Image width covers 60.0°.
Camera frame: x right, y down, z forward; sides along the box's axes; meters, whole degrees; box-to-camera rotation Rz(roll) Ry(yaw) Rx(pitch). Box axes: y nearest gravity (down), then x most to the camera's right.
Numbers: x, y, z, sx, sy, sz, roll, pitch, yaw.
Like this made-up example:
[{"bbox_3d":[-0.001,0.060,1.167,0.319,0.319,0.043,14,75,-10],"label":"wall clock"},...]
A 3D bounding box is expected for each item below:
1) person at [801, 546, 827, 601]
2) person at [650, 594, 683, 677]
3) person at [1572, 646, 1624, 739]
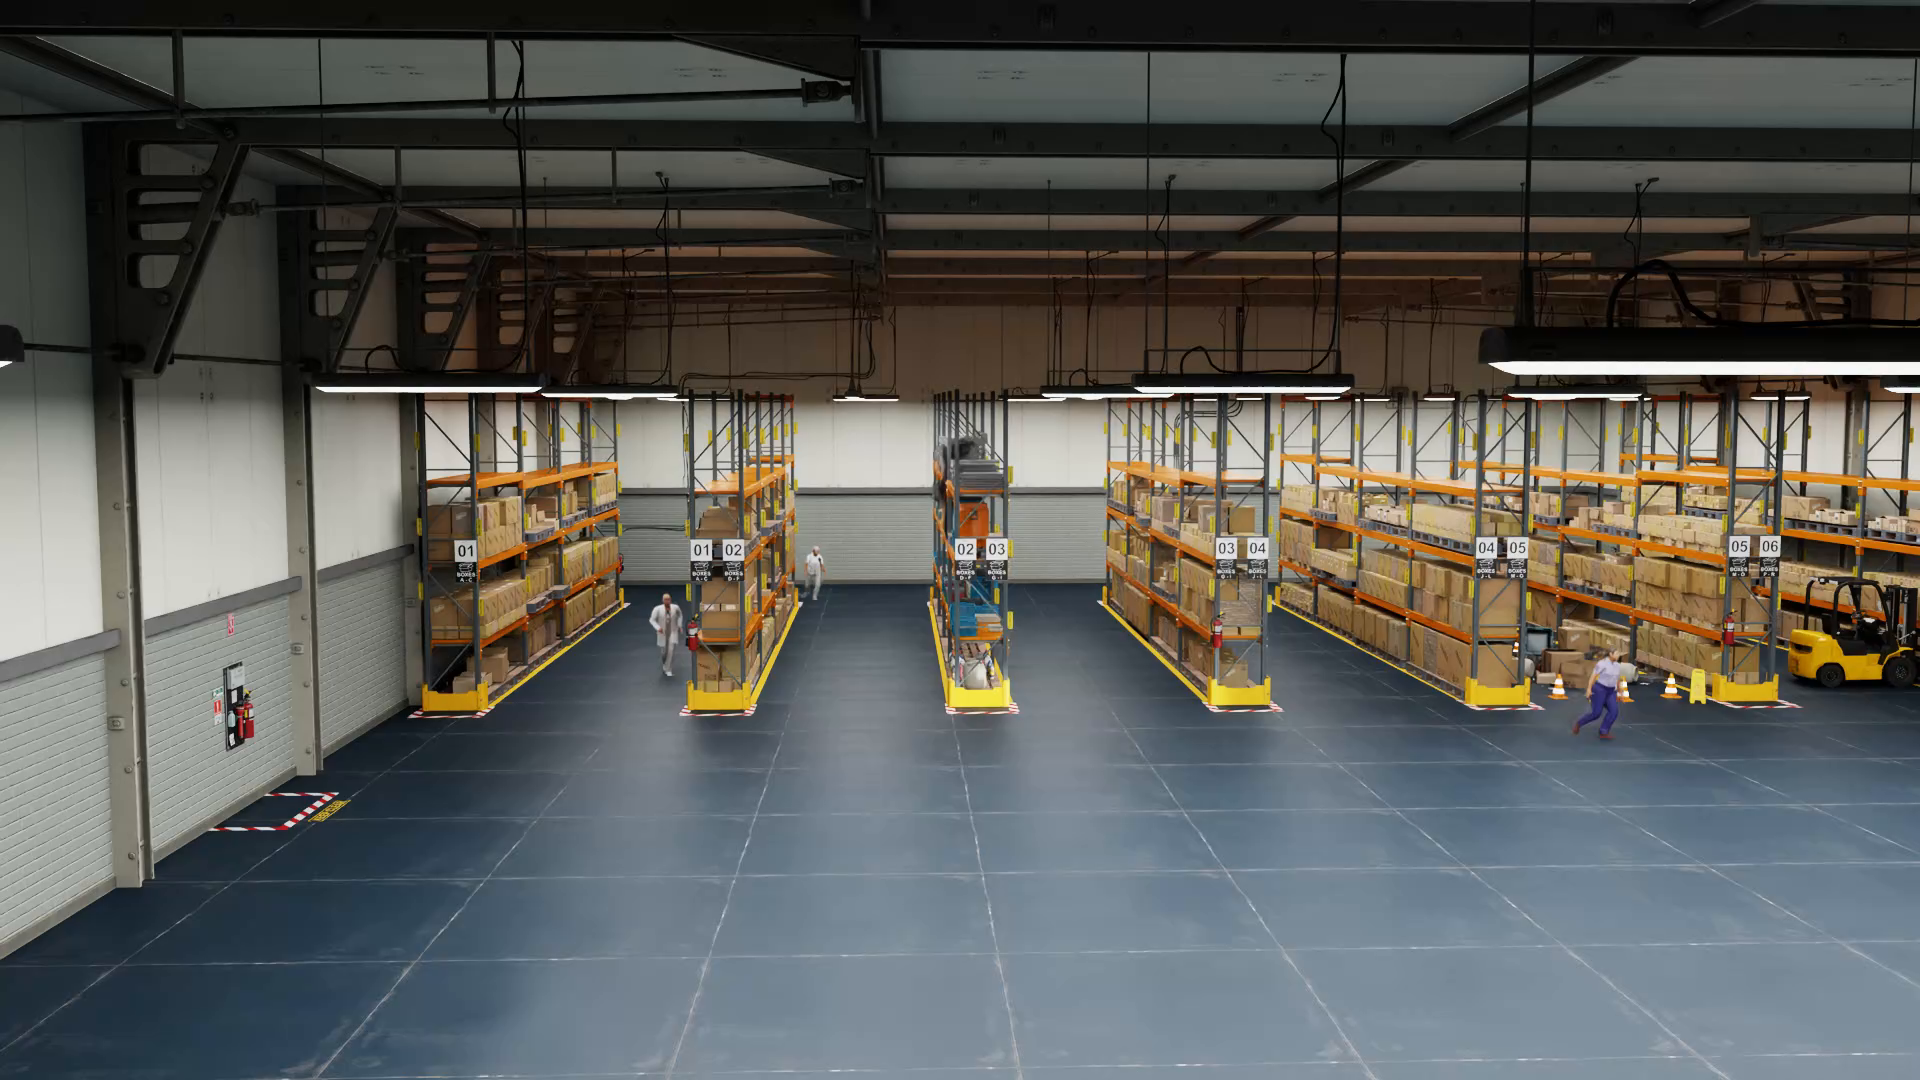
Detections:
[{"bbox_3d":[-4.263,0.967,48.572,0.677,1.602,0.719,-1,5,-16],"label":"person"},{"bbox_3d":[-6.221,1.990,35.242,0.702,1.734,0.868,-1,5,-12],"label":"person"},{"bbox_3d":[10.967,2.599,28.570,0.664,1.588,0.662,-3,6,-36],"label":"person"}]
